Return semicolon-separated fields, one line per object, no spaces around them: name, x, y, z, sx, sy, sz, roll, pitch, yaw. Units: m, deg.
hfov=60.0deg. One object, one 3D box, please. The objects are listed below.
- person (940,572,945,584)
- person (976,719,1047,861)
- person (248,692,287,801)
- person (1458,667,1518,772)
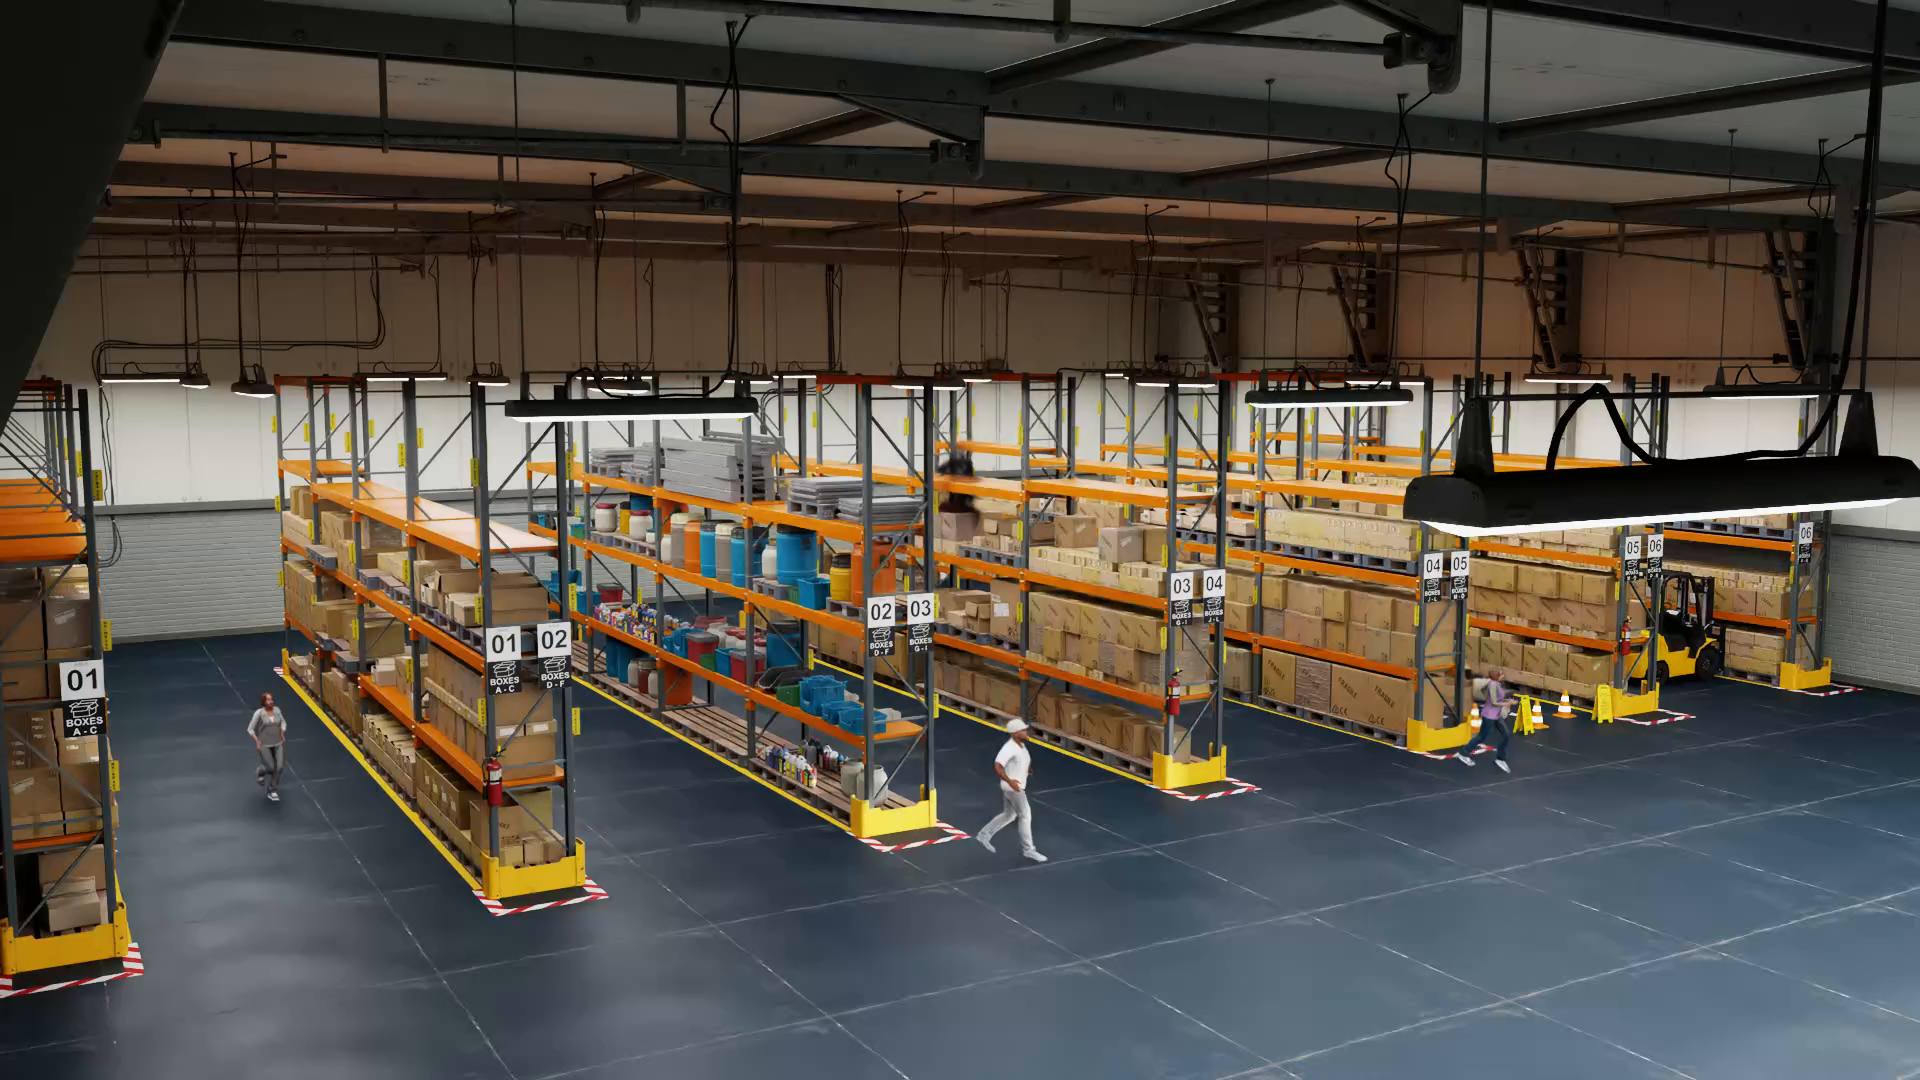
person;-0.631;0.889;42.266;0.596;1.637;0.884;0;6;3
person;0.660;3.130;21.023;0.919;1.776;0.718;1;6;7
person;-9.931;2.954;23.913;0.538;1.557;0.529;-6;9;-44
person;8.135;2.746;25.563;0.841;1.634;0.547;3;7;28
